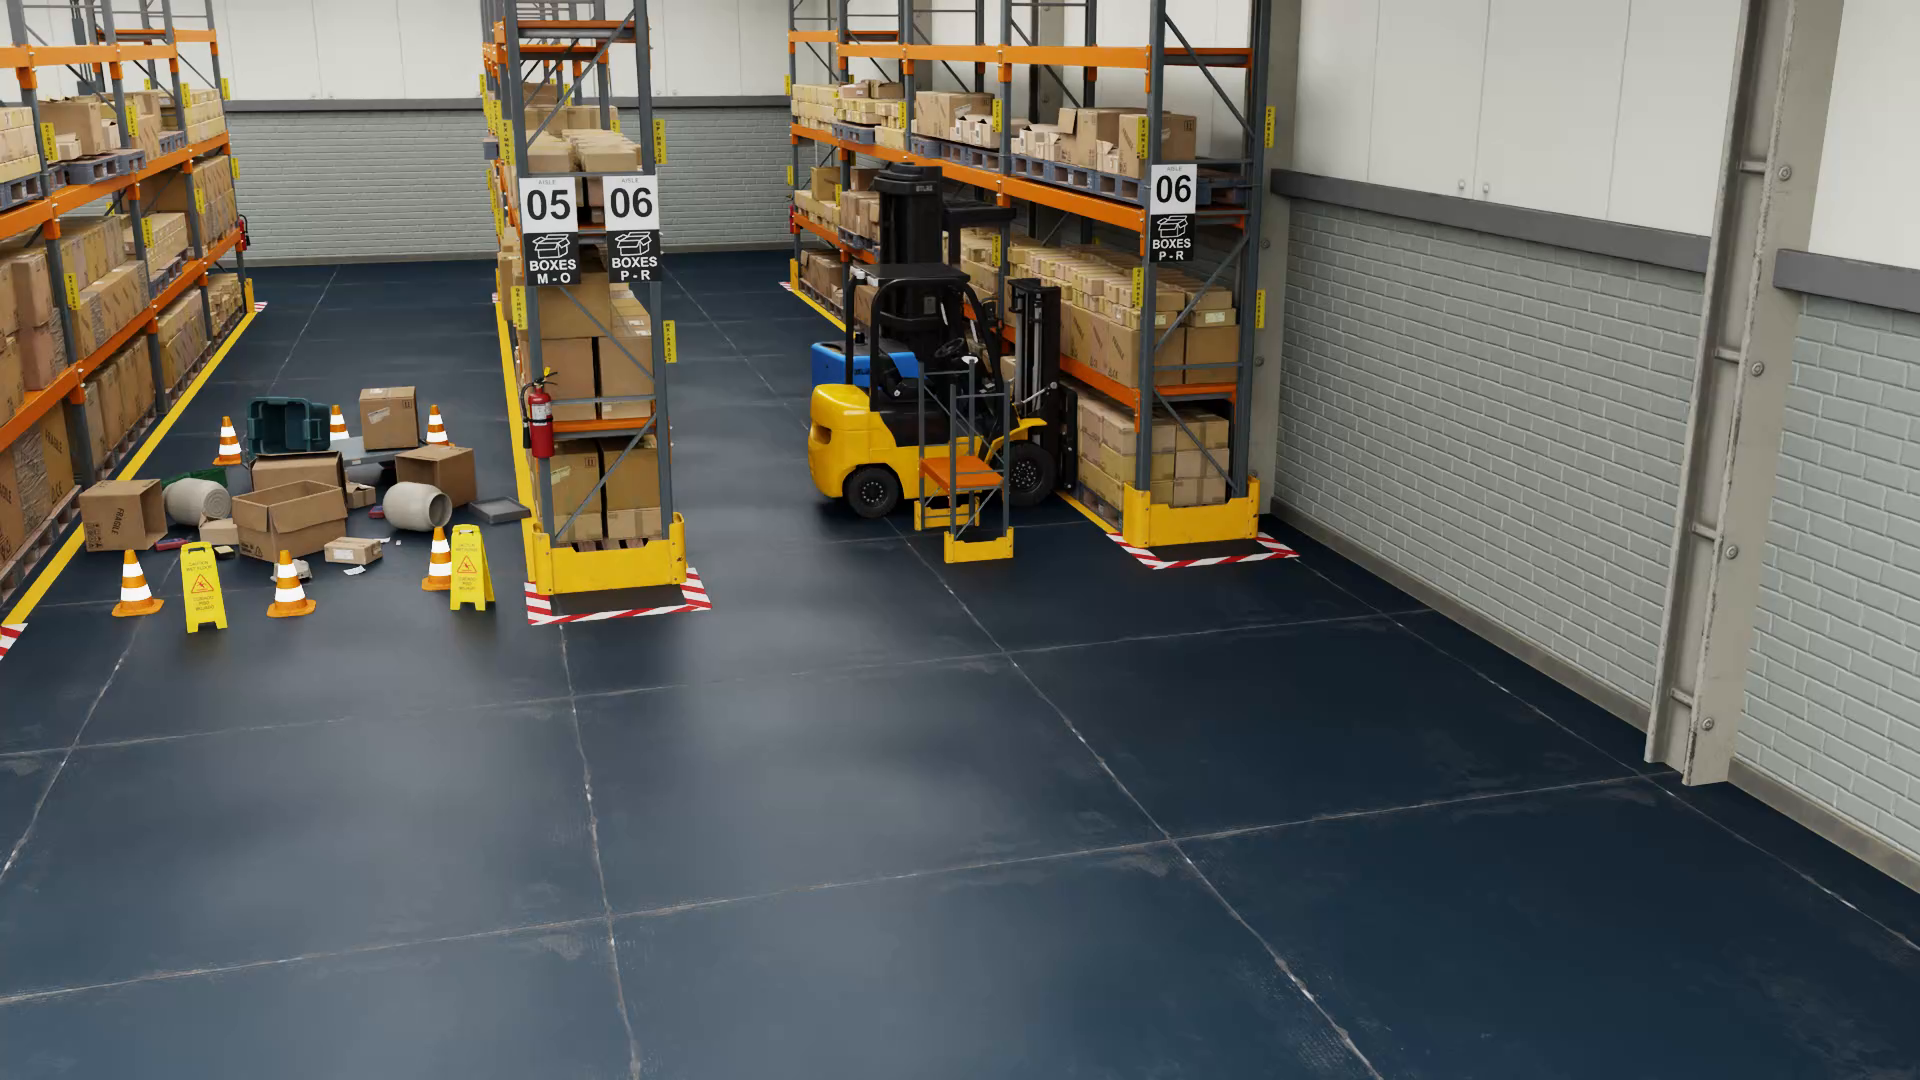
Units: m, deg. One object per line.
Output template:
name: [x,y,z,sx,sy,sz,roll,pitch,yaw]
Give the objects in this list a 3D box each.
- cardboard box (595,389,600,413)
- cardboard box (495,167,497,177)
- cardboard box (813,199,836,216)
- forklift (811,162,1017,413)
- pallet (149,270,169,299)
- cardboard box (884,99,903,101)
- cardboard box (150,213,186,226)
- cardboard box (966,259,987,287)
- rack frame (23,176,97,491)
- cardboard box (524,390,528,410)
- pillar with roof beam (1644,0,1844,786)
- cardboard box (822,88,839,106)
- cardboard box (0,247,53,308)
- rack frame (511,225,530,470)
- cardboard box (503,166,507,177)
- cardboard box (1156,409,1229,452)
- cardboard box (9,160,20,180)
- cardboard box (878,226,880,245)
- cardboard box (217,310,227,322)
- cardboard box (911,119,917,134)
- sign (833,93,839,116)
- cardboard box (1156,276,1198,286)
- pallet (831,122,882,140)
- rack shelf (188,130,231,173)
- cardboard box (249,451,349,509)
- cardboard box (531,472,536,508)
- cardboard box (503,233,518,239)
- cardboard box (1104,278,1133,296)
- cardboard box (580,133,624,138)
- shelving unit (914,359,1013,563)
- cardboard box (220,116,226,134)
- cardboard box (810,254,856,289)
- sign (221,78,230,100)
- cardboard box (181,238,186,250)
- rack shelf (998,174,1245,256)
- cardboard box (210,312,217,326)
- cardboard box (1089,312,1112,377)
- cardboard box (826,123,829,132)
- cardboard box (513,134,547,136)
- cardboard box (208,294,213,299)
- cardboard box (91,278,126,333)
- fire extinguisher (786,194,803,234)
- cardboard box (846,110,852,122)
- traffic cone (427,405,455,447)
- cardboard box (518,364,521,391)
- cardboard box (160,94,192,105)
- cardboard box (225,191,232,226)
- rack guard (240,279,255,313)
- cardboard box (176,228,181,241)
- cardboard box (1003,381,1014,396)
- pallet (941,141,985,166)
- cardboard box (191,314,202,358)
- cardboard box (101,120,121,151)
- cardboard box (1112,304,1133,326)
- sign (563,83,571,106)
cardboard box: [-2.744,-1.131,13.440,0.380,0.149,0.250,-4,17,-14]
cardboard box: [-6.455,-5.289,23.806,0.380,0.149,0.250,-5,17,-16]
cardboard box: [-2.085,-5.396,26.946,0.500,0.250,0.500,-5,17,-17]
forklift: [-0.040,-2.533,17.789,3.031,2.935,1.130,-8,18,-24]
pallet: [-9.995,-2.963,19.434,1.213,0.211,1.003,-5,17,-15]
cardboard box: [-0.866,-6.208,23.708,0.380,0.149,0.250,-4,17,-14]
cardboard box: [-10.498,-4.242,22.034,0.380,0.149,0.250,-4,17,-13]
cardboard box: [0.376,-2.997,18.607,0.500,0.250,0.500,-5,17,-17]
rack frame: [-8.598,-1.759,15.095,1.000,3.000,0.127,-5,17,-15]
cardboard box: [-3.767,-1.293,15.160,0.380,0.149,0.250,-4,17,-12]
pillar with roof beam: [0.190,-2.603,7.475,9.100,9.000,0.400,-5,17,-15]
cardboard box: [-1.811,-6.792,25.510,0.500,0.250,0.500,-5,17,-16]
cardboard box: [-8.529,-2.244,14.570,0.875,0.550,0.550,-5,17,-15]
rack frame: [-3.866,-2.179,16.491,1.000,3.000,0.127,-5,17,-15]
cardboard box: [-4.008,-3.543,15.561,0.500,0.250,0.500,-5,17,-16]
cardboard box: [2.055,-0.977,14.801,0.500,0.250,0.500,-5,17,-16]
cardboard box: [-7.978,-3.037,13.669,0.380,0.149,0.250,-5,17,-15]
cardboard box: [-0.795,-4.074,22.332,0.500,0.250,0.500,-6,18,-18]
cardboard box: [-10.983,-3.290,24.416,0.380,0.149,0.250,-5,17,-17]
cardboard box: [-0.390,-5.132,20.611,0.380,0.166,0.250,-5,17,-15]
sign: [-1.813,-6.424,24.512,0.100,0.325,0.005,-5,17,-15]
cardboard box: [1.938,-2.293,15.054,0.380,0.149,0.250,-5,17,-15]
pallet: [-1.181,-5.946,24.144,1.213,0.211,1.003,-5,17,-15]
rack shelf: [-11.346,-5.618,23.976,1.077,0.370,4.000,-5,17,-15]
cardboard box: [-5.949,-0.485,14.957,0.797,0.637,0.503,-5,17,-15]
cardboard box: [-3.532,-0.447,14.776,0.500,0.250,0.500,-5,18,-17]
cardboard box: [-3.834,-2.566,15.352,0.700,0.500,0.500,-5,17,-15]
cardboard box: [1.511,-2.260,14.943,0.380,0.149,0.250,-5,17,-15]
cardboard box: [-3.241,-3.600,15.060,0.380,0.149,0.250,-4,17,-14]
shelving unit: [0.021,-0.697,14.166,0.587,1.500,1.083,-5,17,-15]
cardboard box: [-11.516,-6.339,25.386,0.500,0.250,0.500,-5,17,-16]
cardboard box: [-2.118,-4.479,27.765,0.700,0.500,0.500,-4,17,-13]
sign: [-11.356,-6.978,25.714,0.100,0.325,0.005,-5,17,-15]
cardboard box: [-10.425,-3.887,21.885,0.380,0.149,0.250,-5,17,-15]
rack shelf: [1.455,-3.111,15.631,1.077,0.370,4.000,-5,17,-15]
cardboard box: [-10.588,-3.076,23.187,0.380,0.149,0.250,-4,17,-13]
cardboard box: [1.483,-1.773,14.968,0.500,0.500,0.500,-4,17,-14]
cardboard box: [-1.869,-6.389,25.729,0.380,0.149,0.250,-5,17,-15]
cardboard box: [-3.883,-3.546,14.879,0.380,0.149,0.250,-5,17,-16]
cardboard box: [-10.921,-3.422,23.821,0.380,0.149,0.250,-5,17,-17]
cardboard box: [-8.897,-2.393,17.029,0.500,0.500,0.500,-4,17,-14]
fire extinguisher: [-2.877,-5.680,28.930,0.296,0.674,0.183,-5,17,-15]
cardboard box: [-1.404,-6.023,23.607,0.380,0.149,0.250,-4,17,-14]
traffic cone: [-5.553,-1.196,17.629,0.336,0.463,0.334,-5,17,-15]
cardboard box: [-4.609,-1.867,19.292,0.950,0.372,0.625,-5,17,-16]
cardboard box: [-10.837,-6.085,22.981,0.380,0.149,0.250,-5,17,-17]
cardboard box: [-11.388,-5.022,25.267,0.500,0.500,0.500,-5,17,-16]
rack guard: [-11.875,-3.861,26.435,1.175,0.500,0.348,-5,17,-15]
cardboard box: [-10.358,-3.959,21.609,0.380,0.149,0.250,-4,17,-13]
cardboard box: [0.742,-1.538,17.538,0.500,0.250,0.500,-5,17,-16]
pallet: [0.389,-4.535,19.450,1.003,0.211,1.213,-4,17,-13]
cardboard box: [-10.210,-2.649,21.673,0.500,0.500,0.500,-5,17,-17]
cardboard box: [-9.121,-4.243,17.402,0.500,0.311,0.500,-5,17,-15]
cardboard box: [1.541,-1.966,14.483,0.380,0.149,0.250,-4,17,-14]
sign: [-5.546,-6.272,23.459,0.100,0.325,0.005,-5,17,-15]
